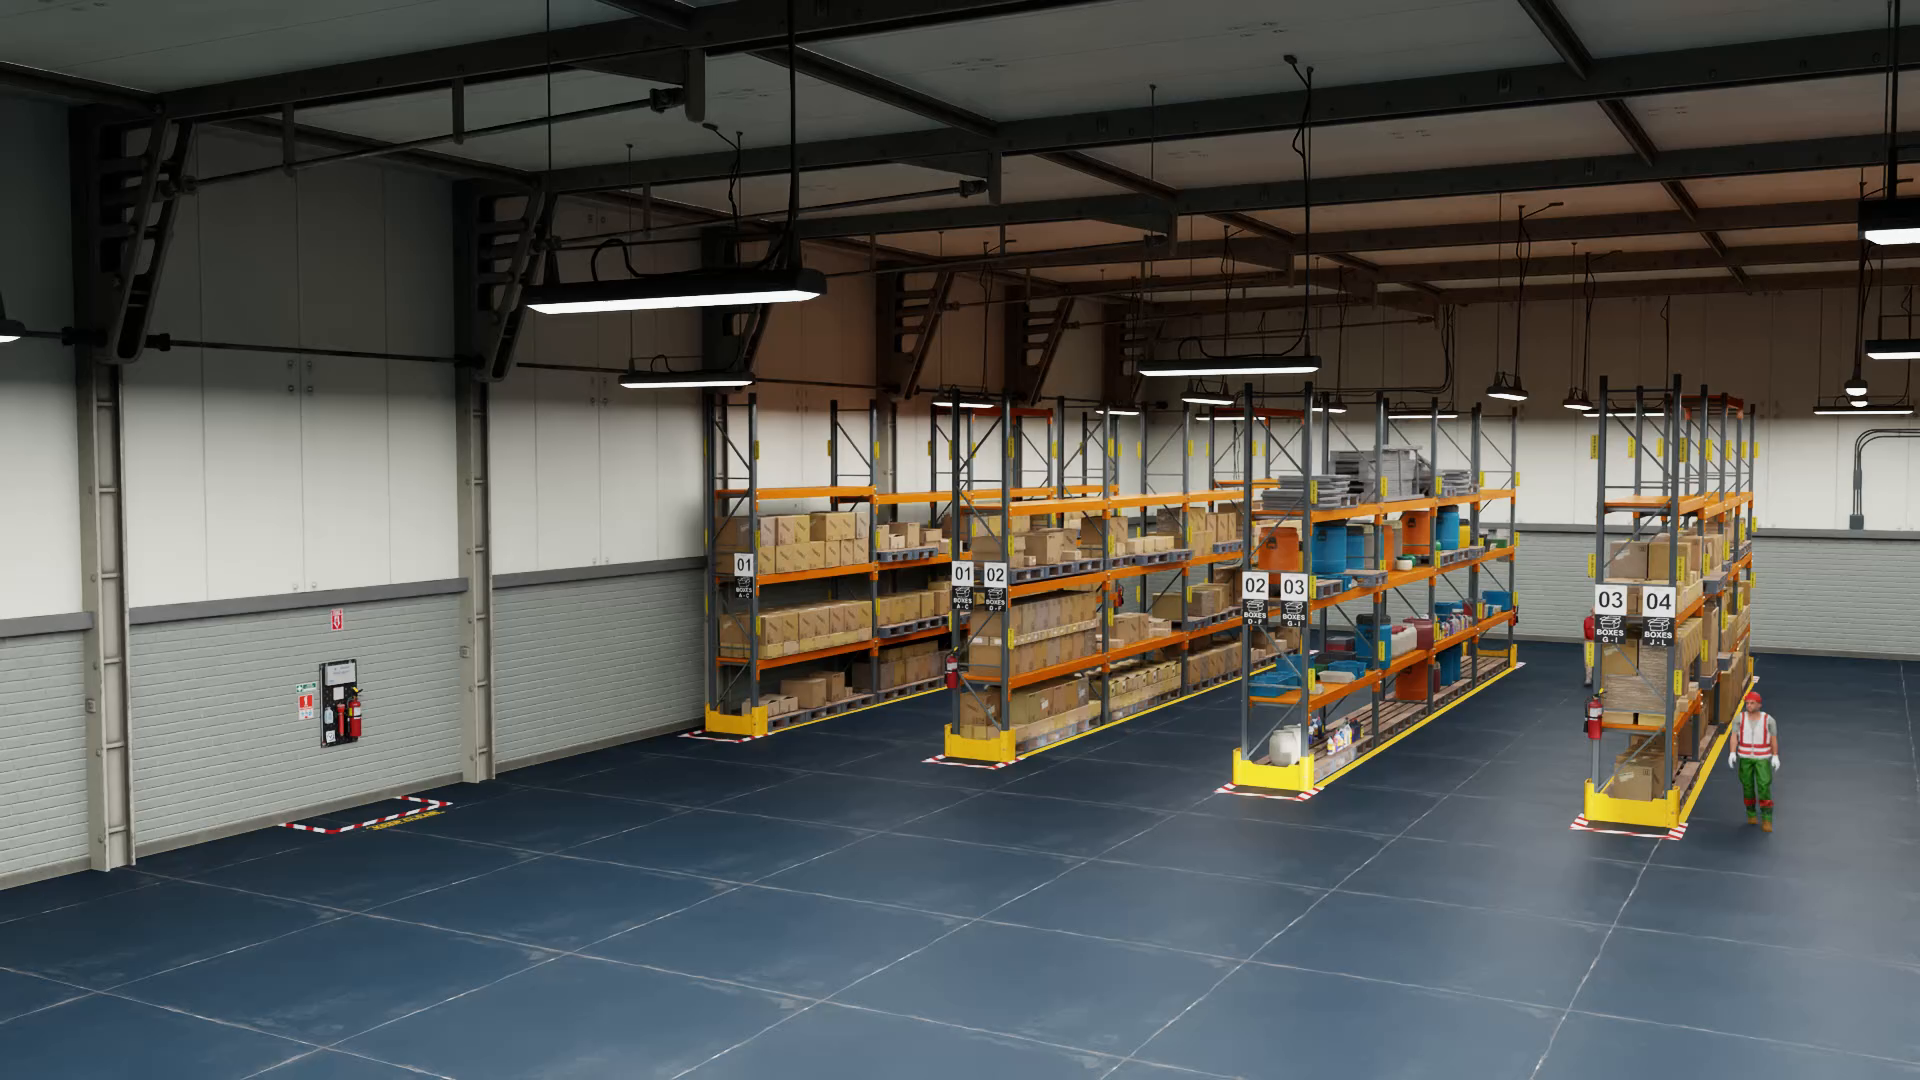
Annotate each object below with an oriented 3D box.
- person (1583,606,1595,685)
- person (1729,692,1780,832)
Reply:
[{"bbox_3d":[13.592,2.234,35.545,0.492,1.659,1.102,1,3,18],"label":"person"},{"bbox_3d":[10.500,2.913,22.026,0.595,1.780,0.732,2,4,34],"label":"person"}]
